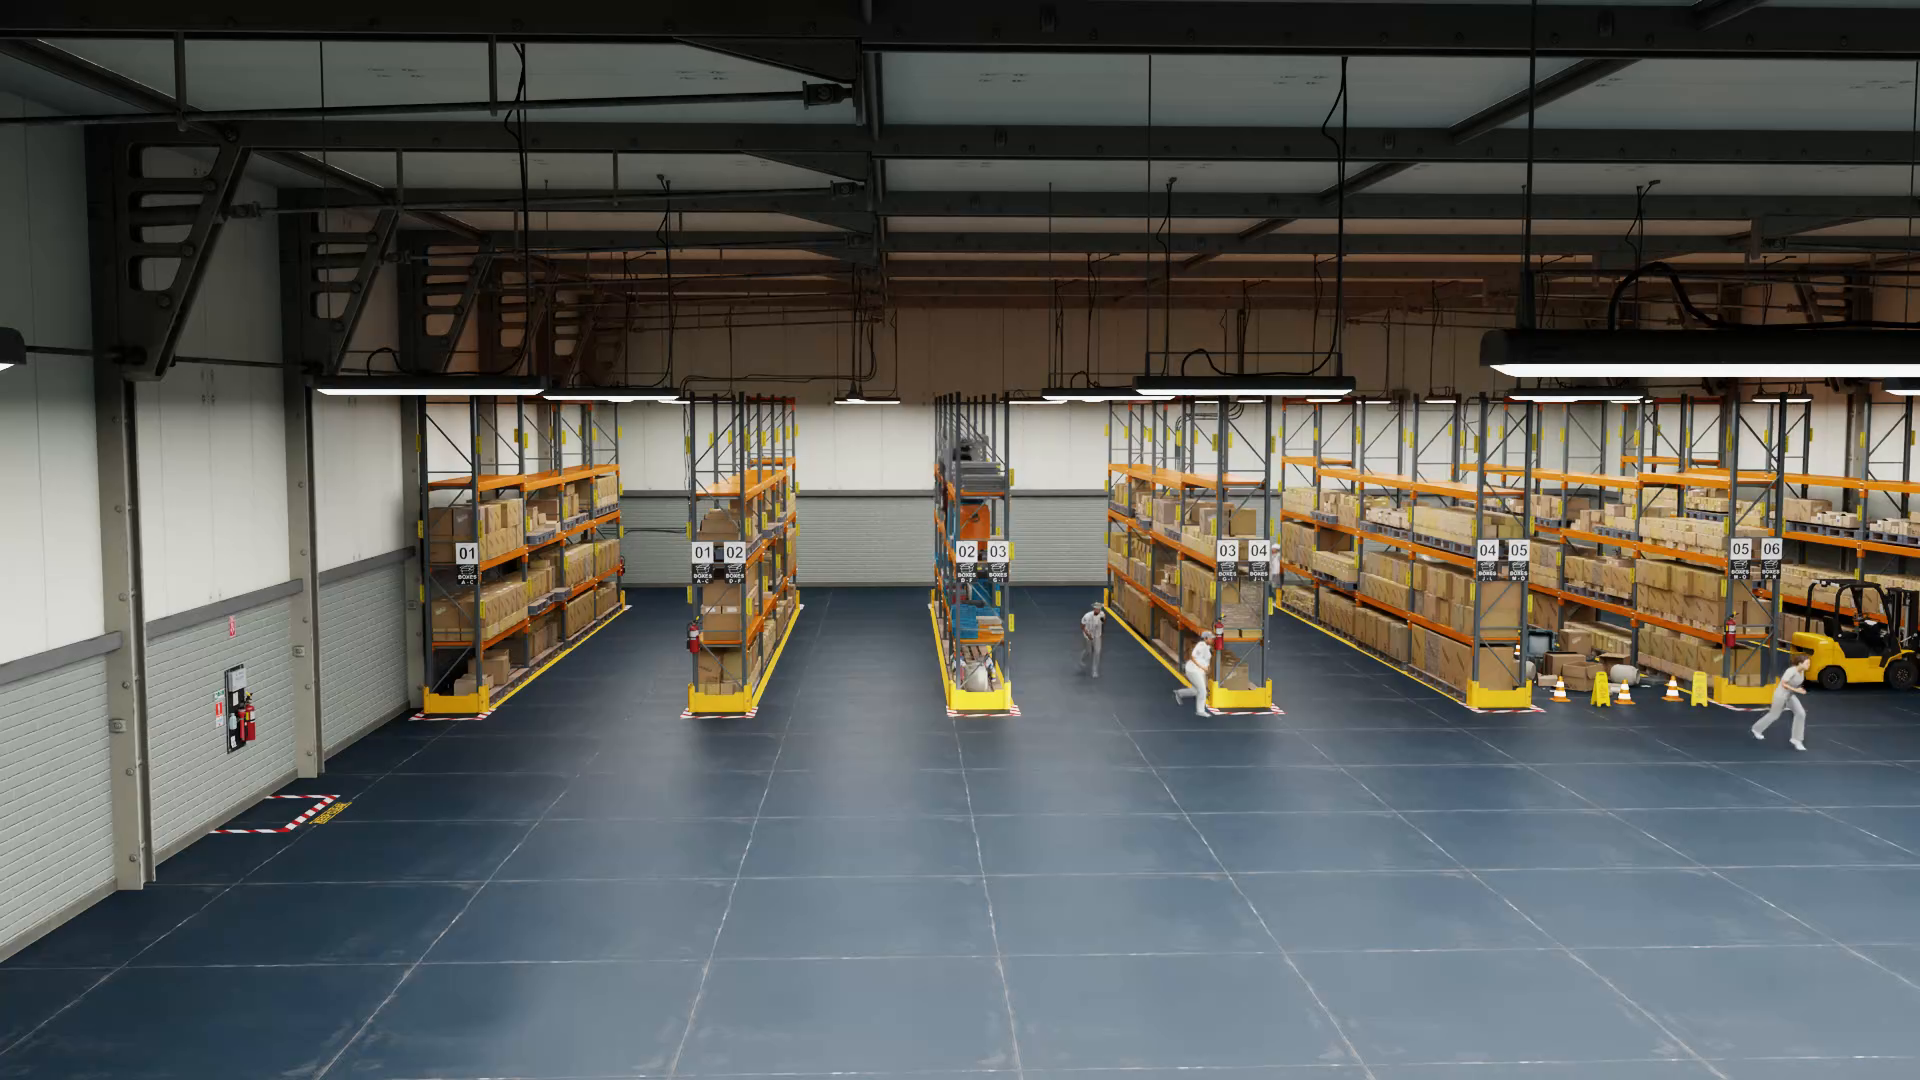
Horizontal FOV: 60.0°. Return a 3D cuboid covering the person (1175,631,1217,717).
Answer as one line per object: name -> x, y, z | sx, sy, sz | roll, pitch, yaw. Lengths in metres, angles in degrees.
person -> 4.371, 2.471, 30.847 | 0.782, 1.615, 0.579 | 3, 5, 30

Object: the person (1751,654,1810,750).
person -> 13.894, 2.701, 28.145 | 0.606, 1.626, 0.951 | -3, 6, -36

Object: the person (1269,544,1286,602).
person -> 9.342, 0.973, 48.828 | 0.571, 1.740, 0.681 | -2, 5, -19

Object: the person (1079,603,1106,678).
person -> 2.800, 2.101, 35.590 | 0.600, 1.625, 0.964 | -2, 5, -23

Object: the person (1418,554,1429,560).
person -> 13.721, 0.947, 49.366 | 0.566, 1.668, 0.605 | 1, 5, 16
